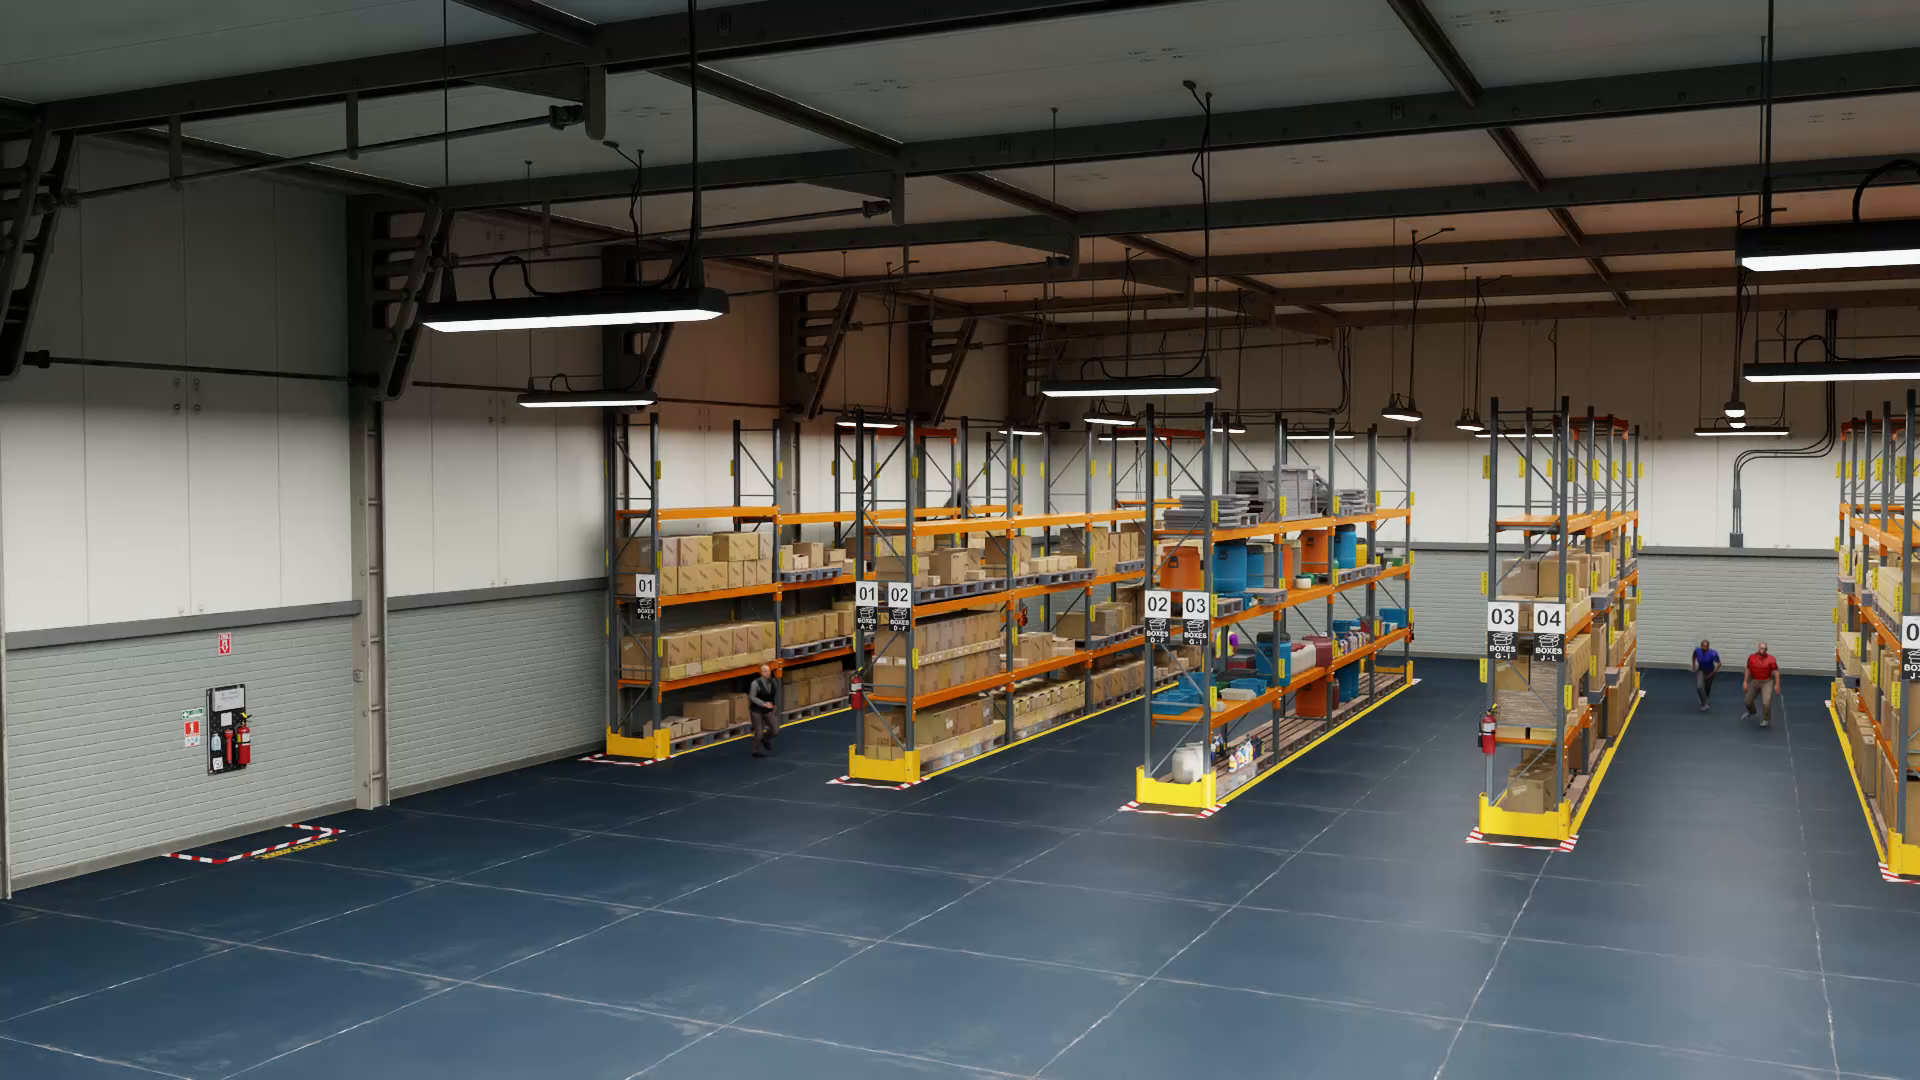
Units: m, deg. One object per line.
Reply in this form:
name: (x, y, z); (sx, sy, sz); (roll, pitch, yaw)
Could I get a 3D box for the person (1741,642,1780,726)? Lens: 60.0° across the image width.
person: (15.700, 2.798, 32.575); (0.803, 1.648, 0.659); (2, 3, 39)

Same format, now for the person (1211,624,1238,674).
person: (5.745, 2.597, 36.510); (0.790, 1.728, 0.569); (2, 3, 42)

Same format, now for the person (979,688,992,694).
person: (0.466, 2.740, 34.497); (0.761, 1.645, 0.616); (-1, 3, -30)

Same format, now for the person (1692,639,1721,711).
person: (15.689, 2.809, 34.926); (0.569, 1.523, 1.019); (1, 3, 30)

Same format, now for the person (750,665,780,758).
person: (-3.371, 2.975, 28.807); (0.674, 1.635, 0.788); (-2, 3, -36)
